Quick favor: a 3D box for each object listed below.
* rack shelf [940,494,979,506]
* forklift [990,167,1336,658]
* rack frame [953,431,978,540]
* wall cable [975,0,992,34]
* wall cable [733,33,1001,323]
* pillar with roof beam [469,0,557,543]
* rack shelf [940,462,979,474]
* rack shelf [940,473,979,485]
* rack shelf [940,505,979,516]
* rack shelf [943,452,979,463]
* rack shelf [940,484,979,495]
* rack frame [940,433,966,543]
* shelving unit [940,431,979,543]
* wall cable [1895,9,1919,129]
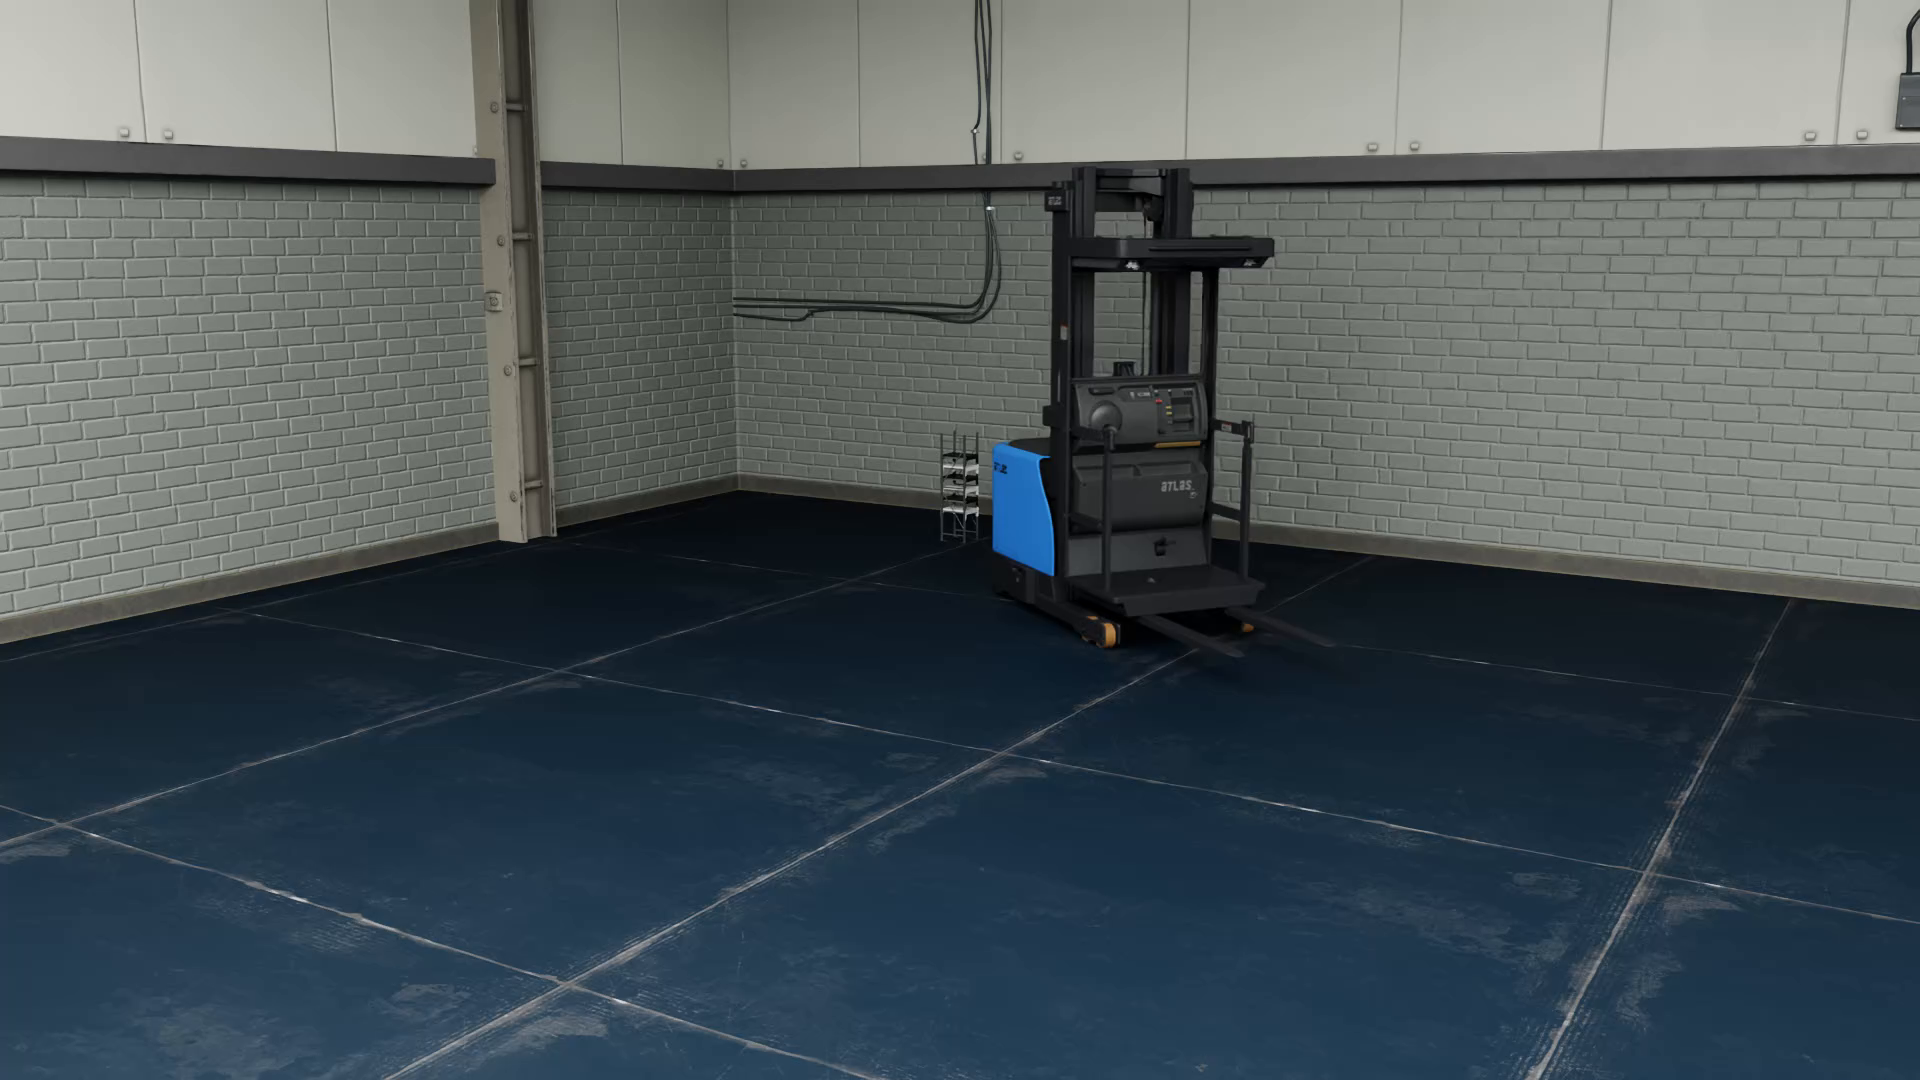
[{"bbox_3d":[-0.004,-0.320,13.802,0.258,0.077,0.200,6,12,31],"label":"rack shelf"},{"bbox_3d":[1.251,-0.856,10.477,1.130,2.935,3.031,-4,11,-22],"label":"forklift"},{"bbox_3d":[0.049,-0.457,13.864,0.240,0.900,0.006,6,12,31],"label":"rack frame"},{"bbox_3d":[1.334,-5.478,13.391,3.097,2.526,0.112,6,12,31],"label":"wall cable"},{"bbox_3d":[-0.978,-3.254,15.236,3.097,2.526,0.112,6,12,31],"label":"wall cable"},{"bbox_3d":[0.041,-4.032,10.953,9.100,9.000,0.400,6,12,31],"label":"pillar with roof beam"},{"bbox_3d":[-0.004,-0.585,13.752,0.258,0.077,0.200,6,12,31],"label":"rack shelf"},{"bbox_3d":[-0.004,-0.497,13.769,0.258,0.077,0.200,6,12,31],"label":"rack shelf"},{"bbox_3d":[-0.004,-0.231,13.818,0.258,0.077,0.200,6,12,31],"label":"rack shelf"},{"bbox_3d":[-0.004,-0.674,13.735,0.258,0.077,0.200,6,12,31],"label":"rack shelf"},{"bbox_3d":[-0.004,-0.408,13.785,0.258,0.077,0.200,6,12,31],"label":"rack shelf"},{"bbox_3d":[-0.057,-0.425,13.694,0.240,0.900,0.006,6,12,31],"label":"rack frame"},{"bbox_3d":[-0.004,-0.441,13.779,0.258,0.900,0.210,6,12,31],"label":"shelving unit"},{"bbox_3d":[7.127,-5.543,9.779,2.305,6.003,0.169,6,12,31],"label":"wall cable"}]
